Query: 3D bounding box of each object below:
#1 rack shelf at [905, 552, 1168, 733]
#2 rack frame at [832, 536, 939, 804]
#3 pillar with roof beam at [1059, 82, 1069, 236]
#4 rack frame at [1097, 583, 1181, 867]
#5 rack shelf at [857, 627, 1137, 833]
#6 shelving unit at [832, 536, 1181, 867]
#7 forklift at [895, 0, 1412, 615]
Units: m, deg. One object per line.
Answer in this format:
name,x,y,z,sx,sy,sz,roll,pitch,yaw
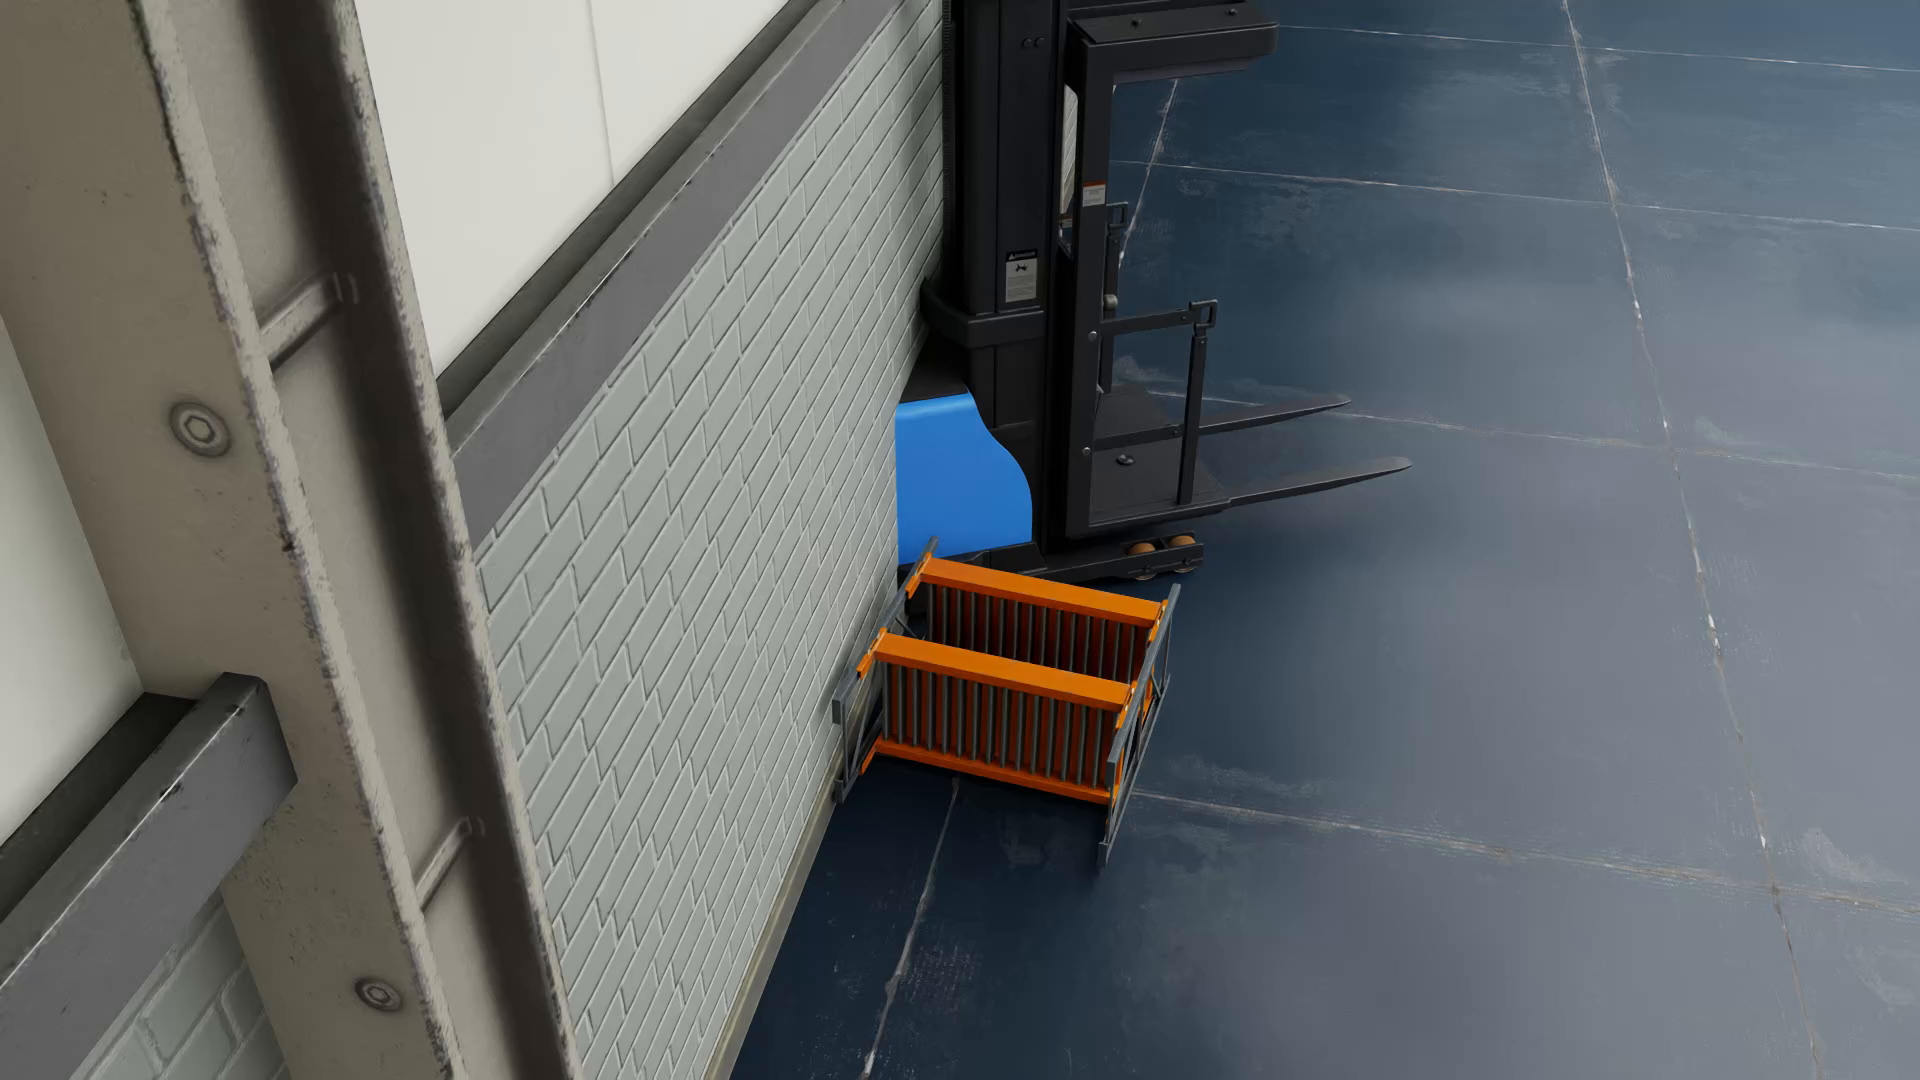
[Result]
rack shelf,0.294,0.428,6.681,1.000,0.538,0.278,11,35,14
rack frame,-0.280,0.487,6.573,0.032,0.500,1.125,11,35,14
pillar with roof beam,4.551,-3.972,5.562,9.100,9.000,0.400,7,37,10
rack frame,0.688,0.678,6.326,0.032,0.500,1.125,11,35,14
rack shelf,0.129,0.712,6.256,1.000,0.538,0.278,11,35,14
shelving unit,0.204,0.583,6.449,1.048,0.538,1.125,11,35,14
forklift,0.596,-1.293,7.036,3.031,2.935,1.130,-10,37,-14
